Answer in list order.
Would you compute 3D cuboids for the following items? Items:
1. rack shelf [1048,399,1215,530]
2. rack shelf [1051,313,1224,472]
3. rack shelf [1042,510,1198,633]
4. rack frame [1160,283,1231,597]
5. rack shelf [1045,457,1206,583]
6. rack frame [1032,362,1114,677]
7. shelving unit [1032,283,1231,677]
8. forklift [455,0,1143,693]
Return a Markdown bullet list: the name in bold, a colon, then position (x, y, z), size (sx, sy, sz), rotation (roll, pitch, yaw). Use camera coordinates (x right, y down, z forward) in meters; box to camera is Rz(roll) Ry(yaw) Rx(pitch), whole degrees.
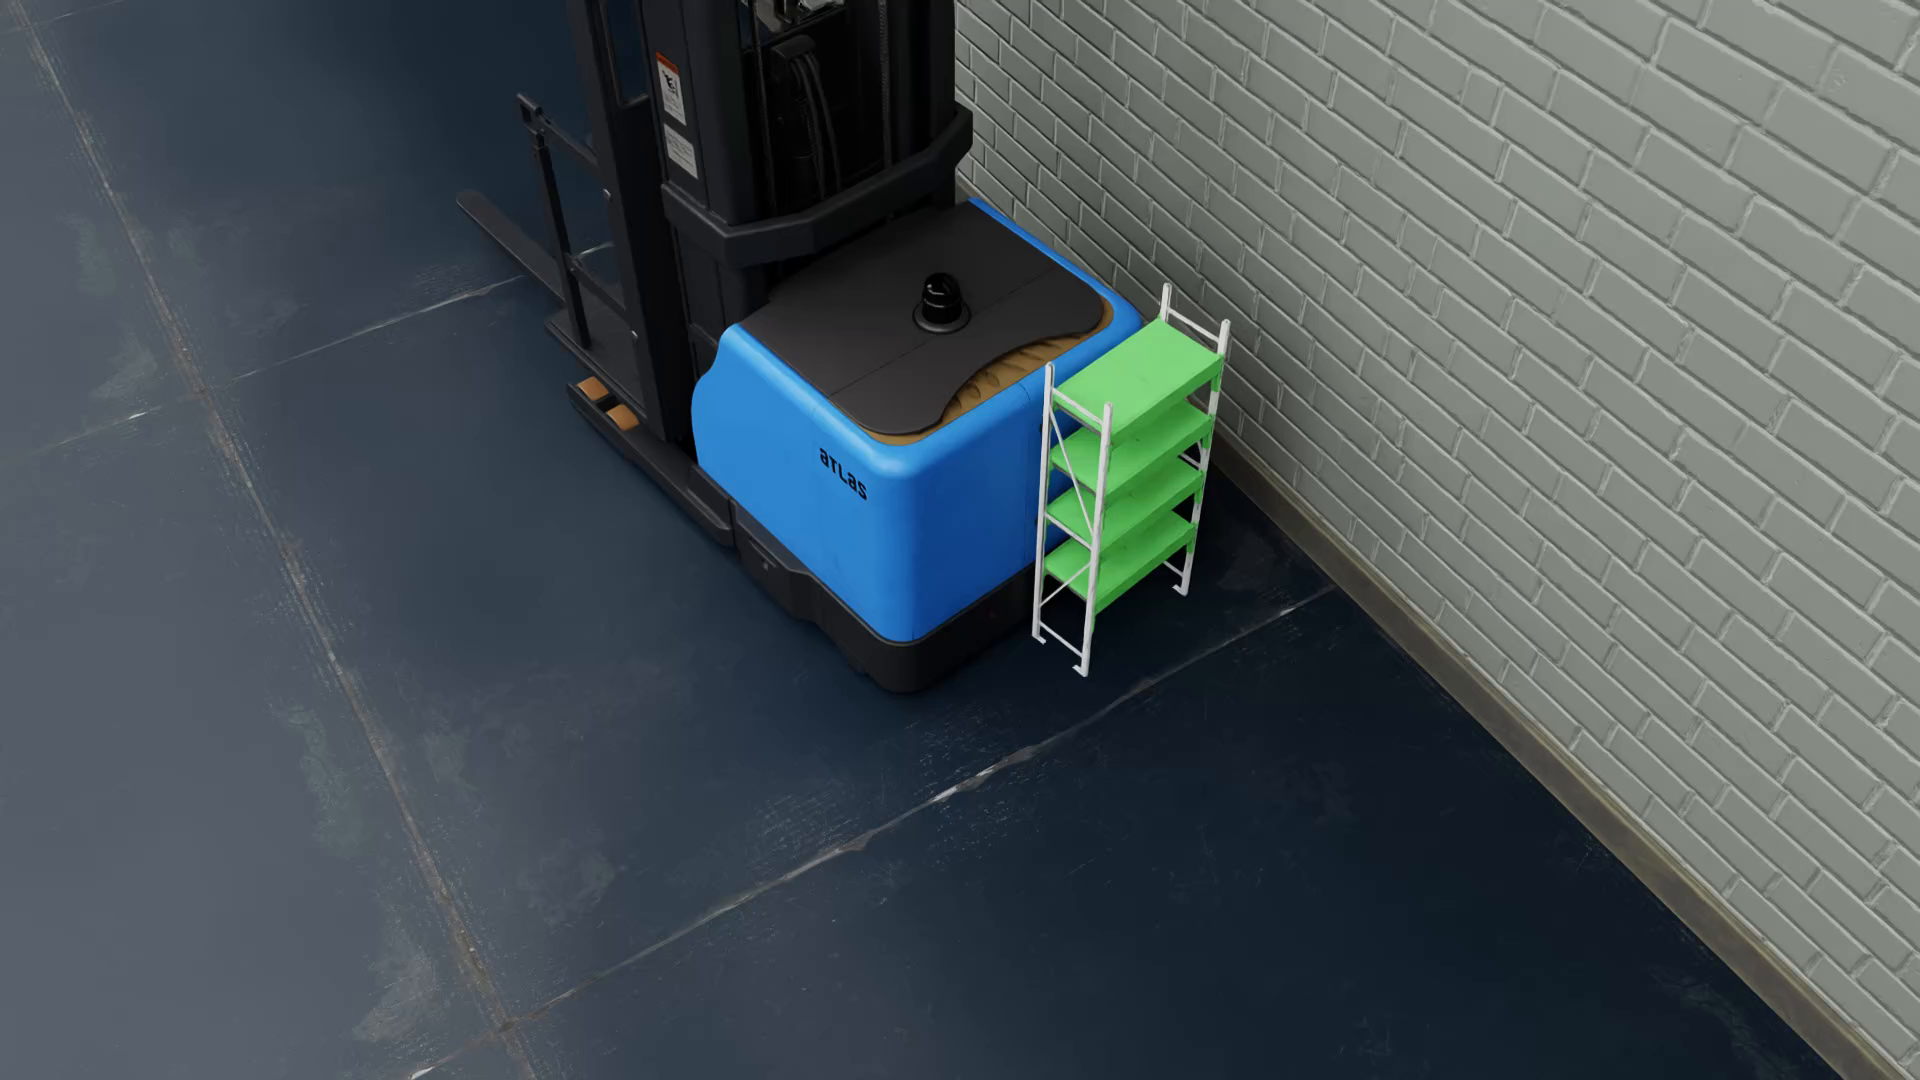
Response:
- **rack shelf**: position (0.500, -0.268, 4.949), size (0.480, 0.148, 0.258), rotation (-36, 57, -27)
- **rack shelf**: position (0.500, -0.427, 4.770), size (0.480, 0.148, 0.258), rotation (-36, 57, -27)
- **rack shelf**: position (0.500, 0.051, 5.308), size (0.480, 0.148, 0.258), rotation (-36, 57, -27)
- **rack frame**: position (0.676, -0.277, 5.193), size (0.015, 1.200, 0.240), rotation (-36, 57, -27)
- **rack shelf**: position (0.500, -0.108, 5.128), size (0.480, 0.148, 0.258), rotation (-36, 57, -27)
- **rack frame**: position (0.325, -0.024, 4.968), size (0.015, 1.200, 0.240), rotation (-36, 57, -27)
- **shelving unit**: position (0.500, -0.151, 5.081), size (0.503, 1.200, 0.258), rotation (-36, 57, -27)
- **forklift**: position (-0.786, -1.524, 5.144), size (1.130, 2.935, 3.031), rotation (-33, 56, -26)
